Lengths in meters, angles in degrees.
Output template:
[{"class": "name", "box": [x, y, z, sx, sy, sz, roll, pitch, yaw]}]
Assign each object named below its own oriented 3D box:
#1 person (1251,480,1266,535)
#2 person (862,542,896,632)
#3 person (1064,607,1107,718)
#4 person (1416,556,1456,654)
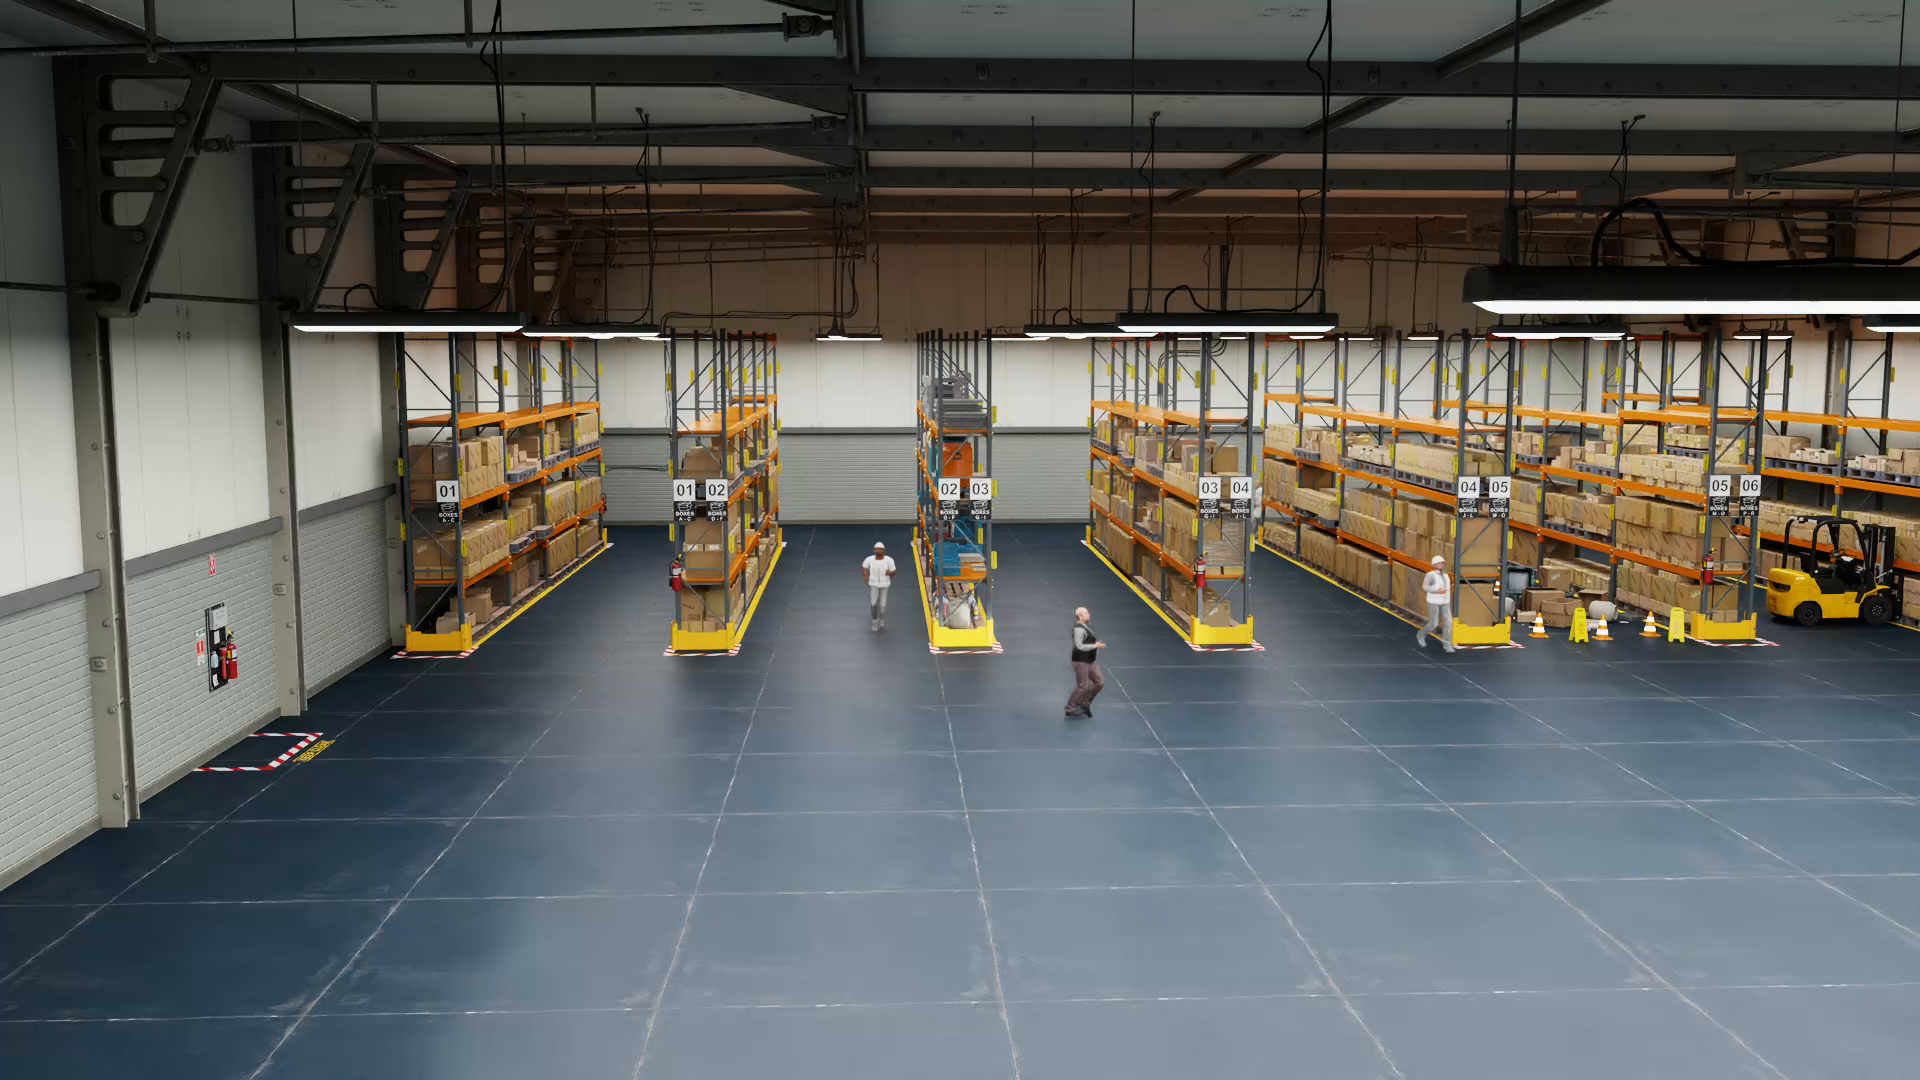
[{"class": "person", "box": [8.752, -0.924, 49.183, 0.799, 1.725, 1.009, 0, 7, 2]}, {"class": "person", "box": [-1.618, 0.947, 33.214, 0.675, 1.805, 0.686, 0, 7, -3]}, {"class": "person", "box": [1.936, 1.891, 25.423, 0.669, 1.738, 0.640, 2, 7, 19]}, {"class": "person", "box": [8.910, 1.187, 31.061, 0.666, 1.799, 0.834, -3, 7, -26]}]
